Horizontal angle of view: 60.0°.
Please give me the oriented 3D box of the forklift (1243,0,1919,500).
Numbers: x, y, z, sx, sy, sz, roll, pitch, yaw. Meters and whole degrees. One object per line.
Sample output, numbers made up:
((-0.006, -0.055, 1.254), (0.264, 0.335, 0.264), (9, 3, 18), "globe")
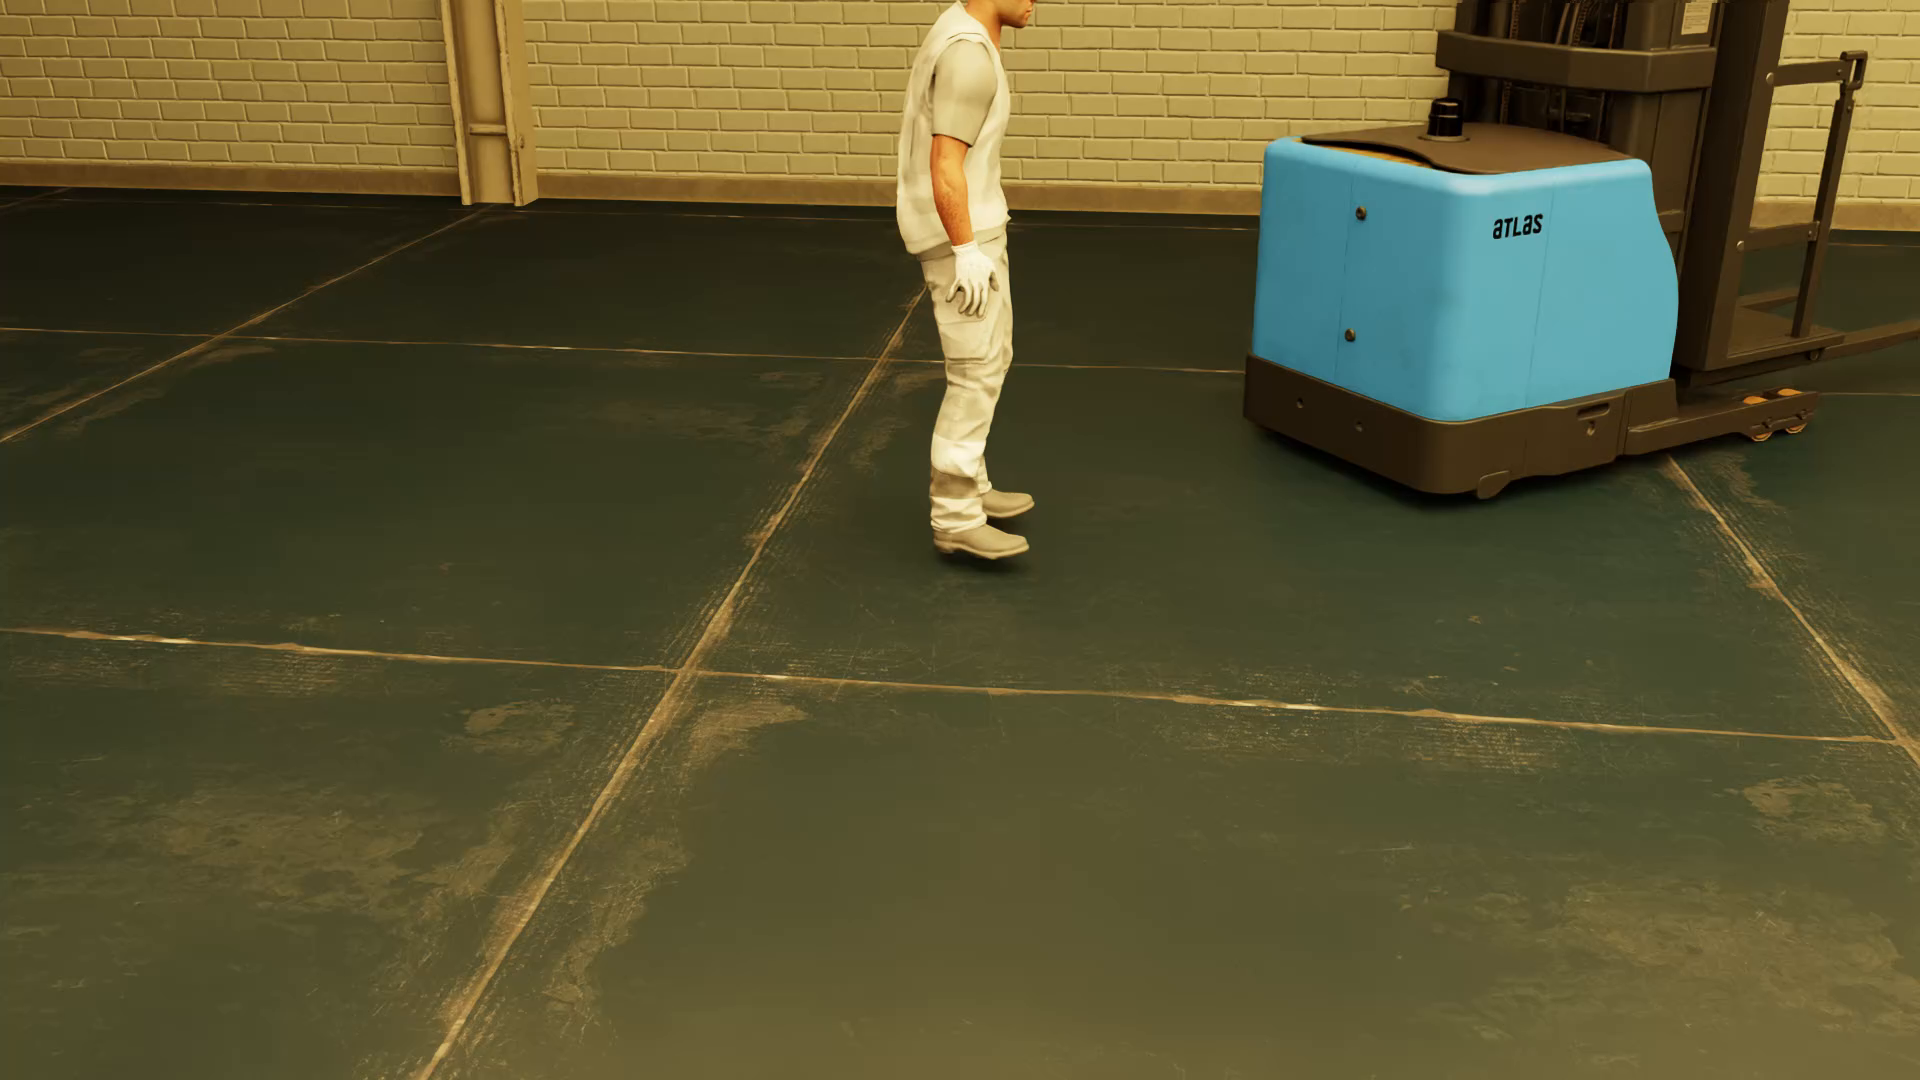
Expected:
((2.579, -1.875, 5.909), (3.031, 2.935, 1.130), (-12, 25, -27), "forklift")

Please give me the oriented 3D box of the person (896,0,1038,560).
((0.046, -0.860, 4.833), (0.452, 1.776, 0.608), (2, 22, 5), "person")
